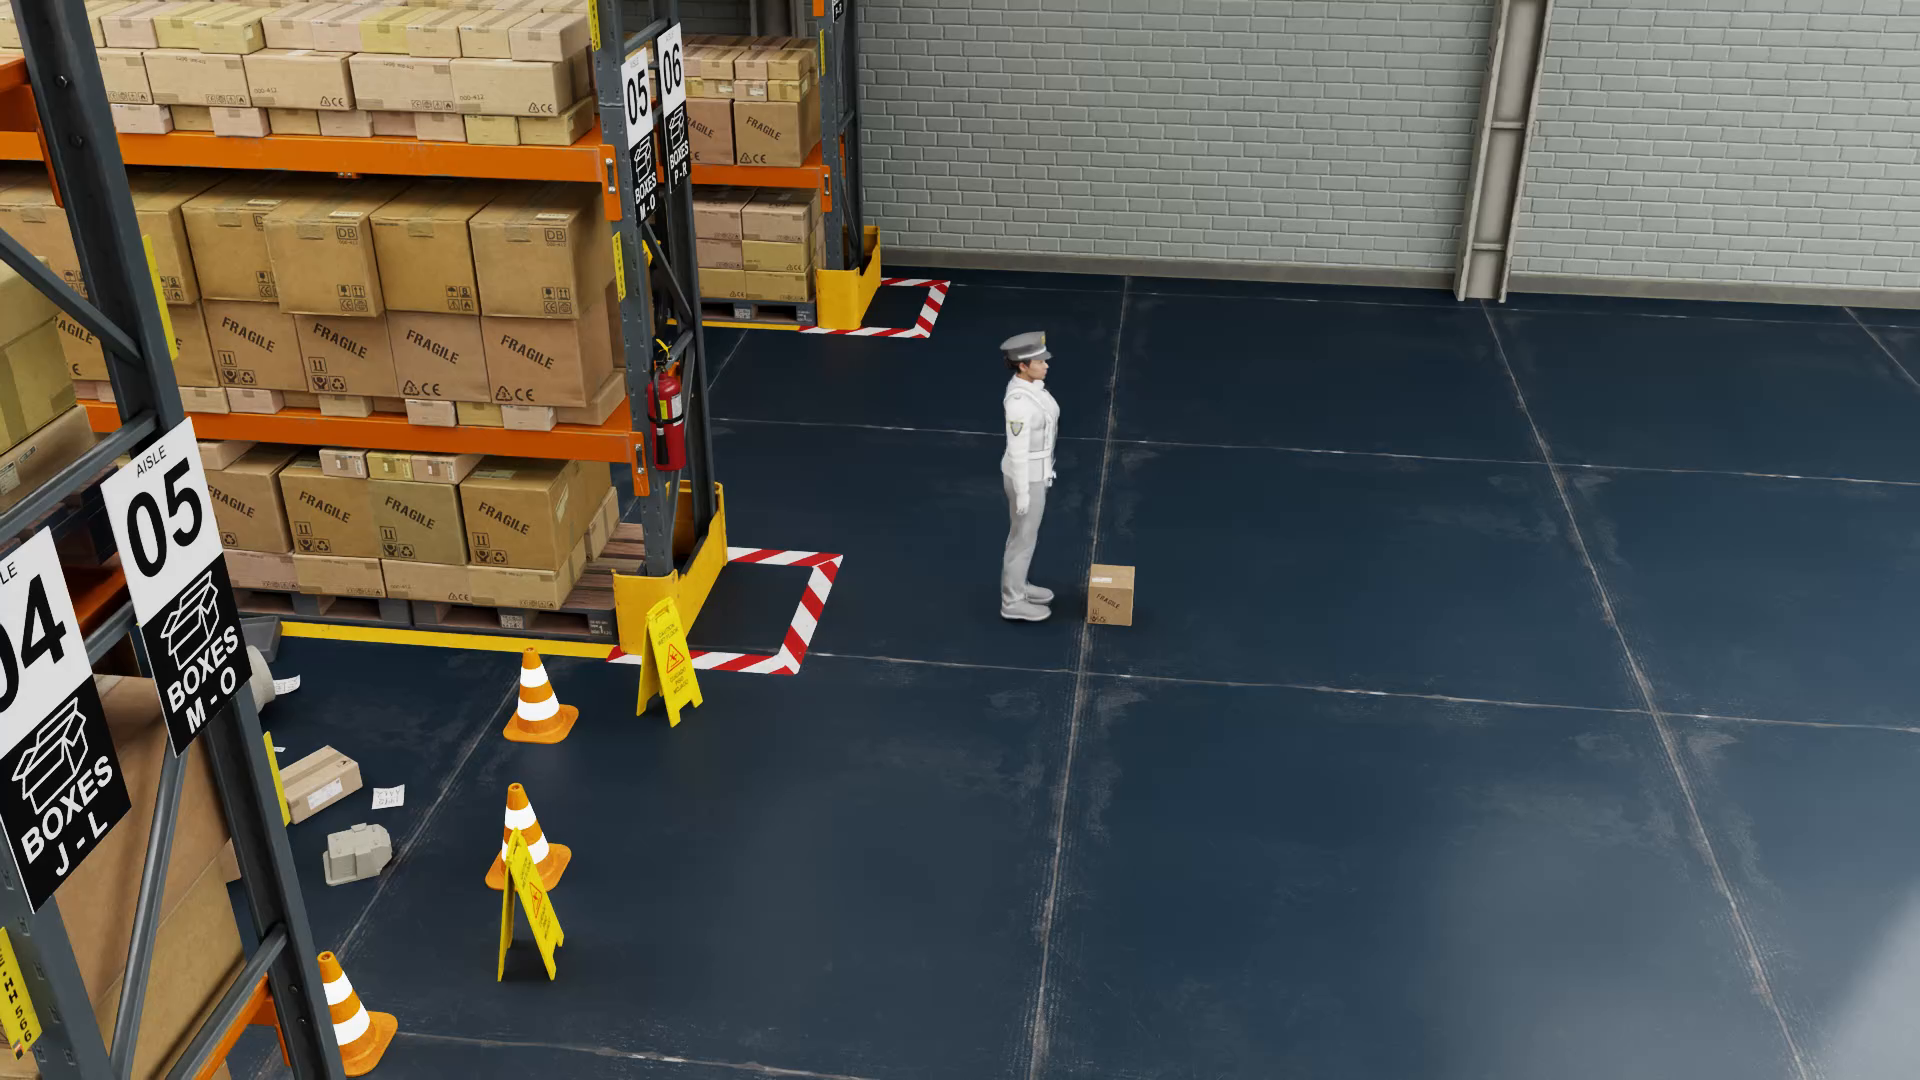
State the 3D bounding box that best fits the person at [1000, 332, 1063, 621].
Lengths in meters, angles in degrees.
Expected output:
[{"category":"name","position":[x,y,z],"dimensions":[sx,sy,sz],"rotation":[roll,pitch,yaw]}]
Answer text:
[{"category":"person","position":[0.384,-0.360,9.222],"dimensions":[0.334,1.686,0.486],"rotation":[4,29,7]}]
